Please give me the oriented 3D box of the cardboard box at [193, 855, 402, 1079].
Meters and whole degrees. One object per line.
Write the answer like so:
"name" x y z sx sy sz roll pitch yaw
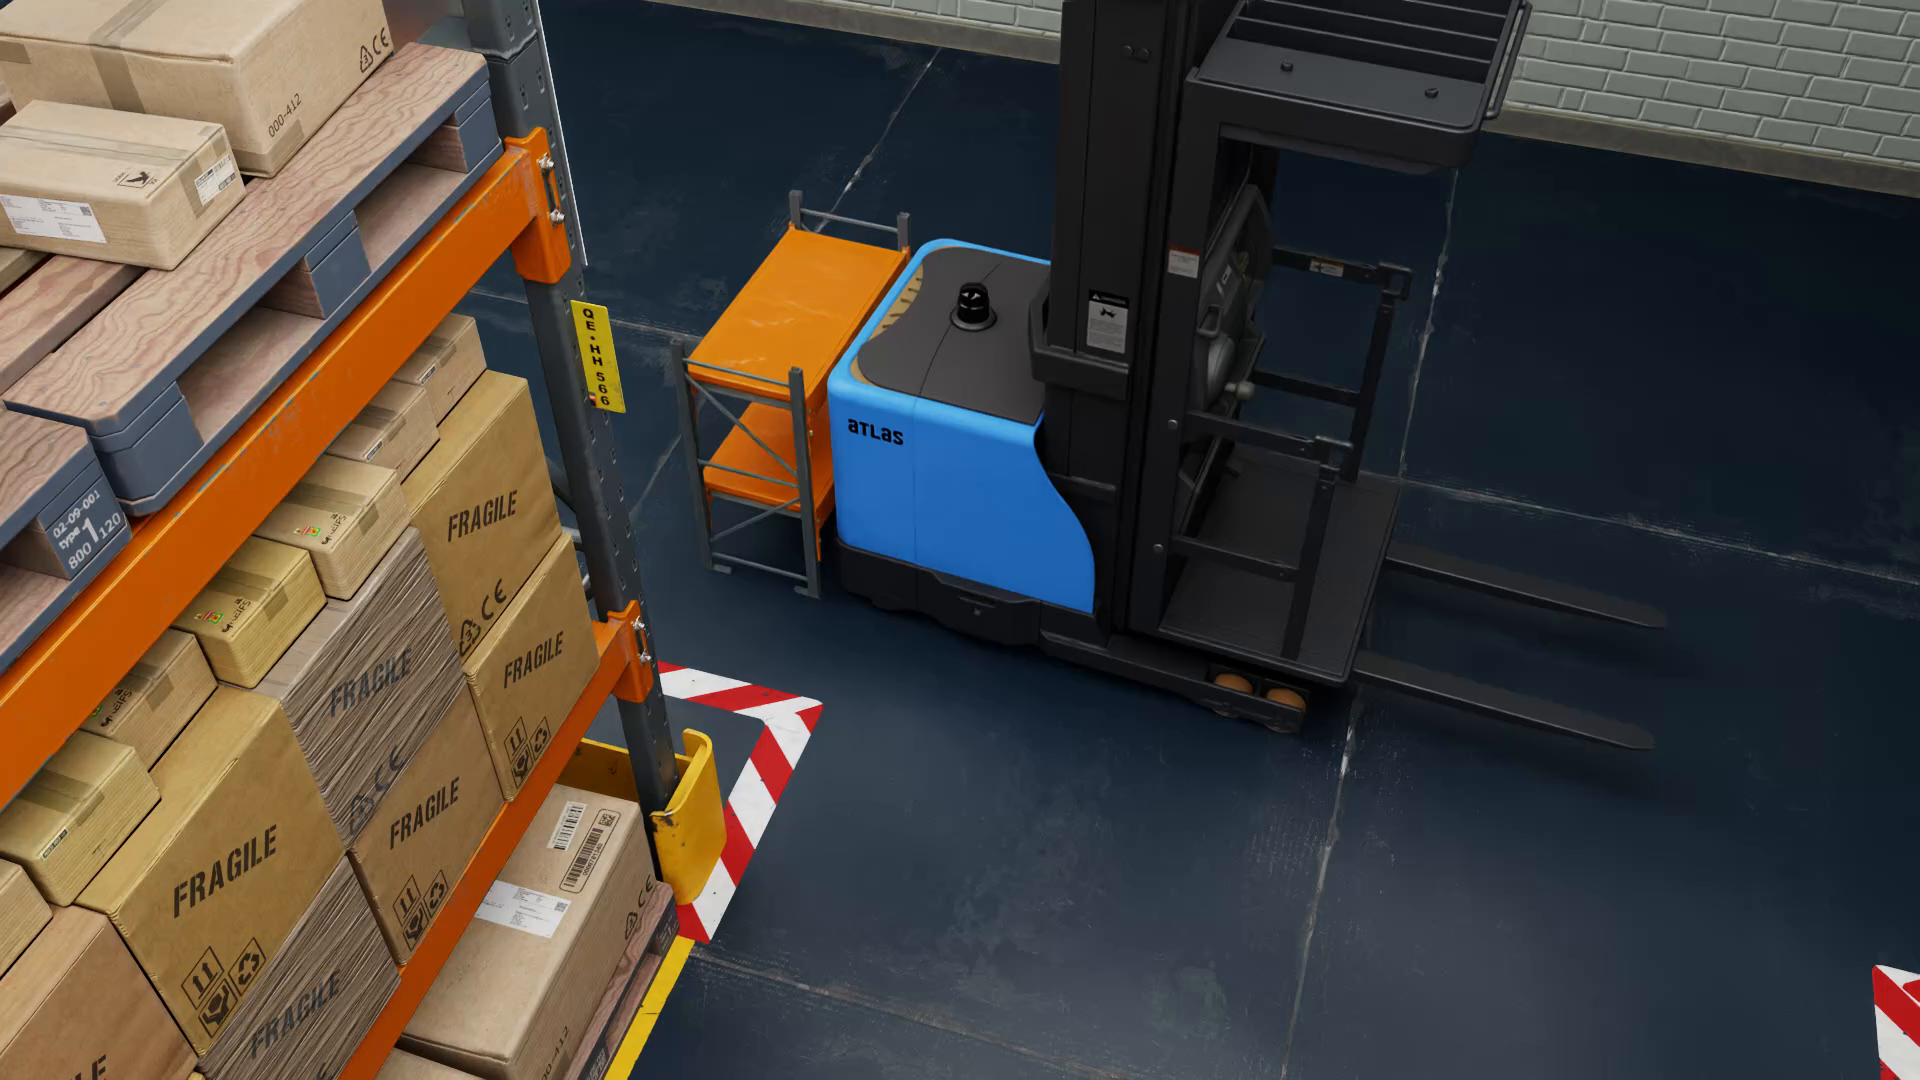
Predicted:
"cardboard box" -1.605 0.948 3.565 0.500 0.500 0.500 14 46 14

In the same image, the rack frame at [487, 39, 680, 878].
"rack frame" -1.398 -0.070 4.677 1.000 3.000 0.127 13 46 13

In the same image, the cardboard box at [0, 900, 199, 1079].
"cardboard box" -1.755 0.927 2.872 0.500 0.500 0.500 12 46 12

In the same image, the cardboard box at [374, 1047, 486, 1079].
"cardboard box" -1.772 1.768 4.330 0.875 0.438 0.875 14 46 14

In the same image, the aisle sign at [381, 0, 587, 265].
"aisle sign" -1.081 -0.982 3.750 0.394 0.787 0.004 13 46 13

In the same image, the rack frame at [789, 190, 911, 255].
"rack frame" -0.432 -0.909 6.875 0.500 1.125 0.032 14 46 14

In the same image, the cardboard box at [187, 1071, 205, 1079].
"cardboard box" -1.749 1.295 3.211 0.500 0.500 0.500 14 46 14

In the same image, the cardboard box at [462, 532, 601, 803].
"cardboard box" -1.292 0.271 4.256 0.500 0.500 0.500 13 46 13

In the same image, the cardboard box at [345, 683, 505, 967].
"cardboard box" -1.459 0.603 3.918 0.500 0.500 0.500 12 46 12

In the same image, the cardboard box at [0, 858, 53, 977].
"cardboard box" -1.748 0.619 2.722 0.380 0.149 0.250 14 46 14

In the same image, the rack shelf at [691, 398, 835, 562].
"rack shelf" -0.608 -0.401 6.705 0.538 0.278 1.000 14 46 14

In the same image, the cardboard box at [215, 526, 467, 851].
"cardboard box" -1.448 0.263 3.550 0.500 0.500 0.500 13 46 13

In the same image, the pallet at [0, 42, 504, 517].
"pallet" -1.613 -0.614 3.152 1.003 0.211 1.213 13 46 13

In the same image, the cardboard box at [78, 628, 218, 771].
"cardboard box" -1.630 0.269 3.080 0.380 0.149 0.250 12 46 12

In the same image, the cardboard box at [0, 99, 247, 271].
"cardboard box" -1.500 -0.623 2.905 0.380 0.149 0.250 9 45 9

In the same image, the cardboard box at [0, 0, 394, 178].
"cardboard box" -1.449 -0.956 3.173 0.500 0.250 0.500 9 45 9

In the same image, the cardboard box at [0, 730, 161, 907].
"cardboard box" -1.650 0.448 2.897 0.380 0.149 0.250 14 46 13

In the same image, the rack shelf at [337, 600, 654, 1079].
"rack shelf" -2.004 1.520 3.567 1.077 0.370 4.000 13 46 13

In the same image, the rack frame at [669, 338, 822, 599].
"rack frame" -0.784 -0.242 6.193 0.500 1.125 0.032 14 46 14

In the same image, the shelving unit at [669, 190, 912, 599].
"shelving unit" -0.608 -0.576 6.534 0.538 1.125 1.048 14 46 14

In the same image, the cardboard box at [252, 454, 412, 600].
"cardboard box" -1.368 -0.050 3.406 0.380 0.149 0.250 12 46 12

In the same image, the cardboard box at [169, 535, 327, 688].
"cardboard box" -1.484 0.110 3.243 0.380 0.149 0.250 14 46 13

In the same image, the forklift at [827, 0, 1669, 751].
"forklift" 1.087 -0.773 5.444 3.031 2.935 1.130 15 46 15

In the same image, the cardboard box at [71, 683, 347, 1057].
"cardboard box" -1.601 0.592 3.214 0.500 0.500 0.500 12 46 12

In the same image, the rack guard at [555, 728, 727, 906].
"rack guard" -1.391 0.807 5.568 1.175 0.500 0.348 13 46 13

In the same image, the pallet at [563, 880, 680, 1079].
"pallet" -1.566 1.476 5.091 1.003 0.211 1.213 13 46 13

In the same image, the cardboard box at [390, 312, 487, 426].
"cardboard box" -1.316 -0.414 3.778 0.380 0.149 0.250 13 46 13

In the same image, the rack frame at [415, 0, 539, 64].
"rack frame" -1.398 -2.215 2.579 1.000 3.000 0.127 13 46 13

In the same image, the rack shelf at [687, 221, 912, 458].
"rack shelf" -0.608 -0.785 6.329 0.538 0.278 1.000 14 46 14

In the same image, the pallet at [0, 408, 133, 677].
"pallet" -1.981 0.202 2.318 1.003 0.211 1.213 13 46 13

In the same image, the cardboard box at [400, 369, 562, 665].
"cardboard box" -1.318 -0.092 3.913 0.500 0.500 0.500 14 46 14

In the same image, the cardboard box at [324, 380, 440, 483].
"cardboard box" -1.370 -0.239 3.600 0.380 0.149 0.250 13 46 13

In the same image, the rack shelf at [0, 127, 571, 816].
"rack shelf" -2.004 0.448 2.517 1.077 0.370 4.000 13 46 13

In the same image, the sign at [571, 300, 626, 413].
"sign" -0.885 -0.445 4.063 0.100 0.325 0.005 13 46 13

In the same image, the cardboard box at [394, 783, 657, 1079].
"cardboard box" -1.503 1.156 4.955 0.875 0.438 0.875 11 45 11
